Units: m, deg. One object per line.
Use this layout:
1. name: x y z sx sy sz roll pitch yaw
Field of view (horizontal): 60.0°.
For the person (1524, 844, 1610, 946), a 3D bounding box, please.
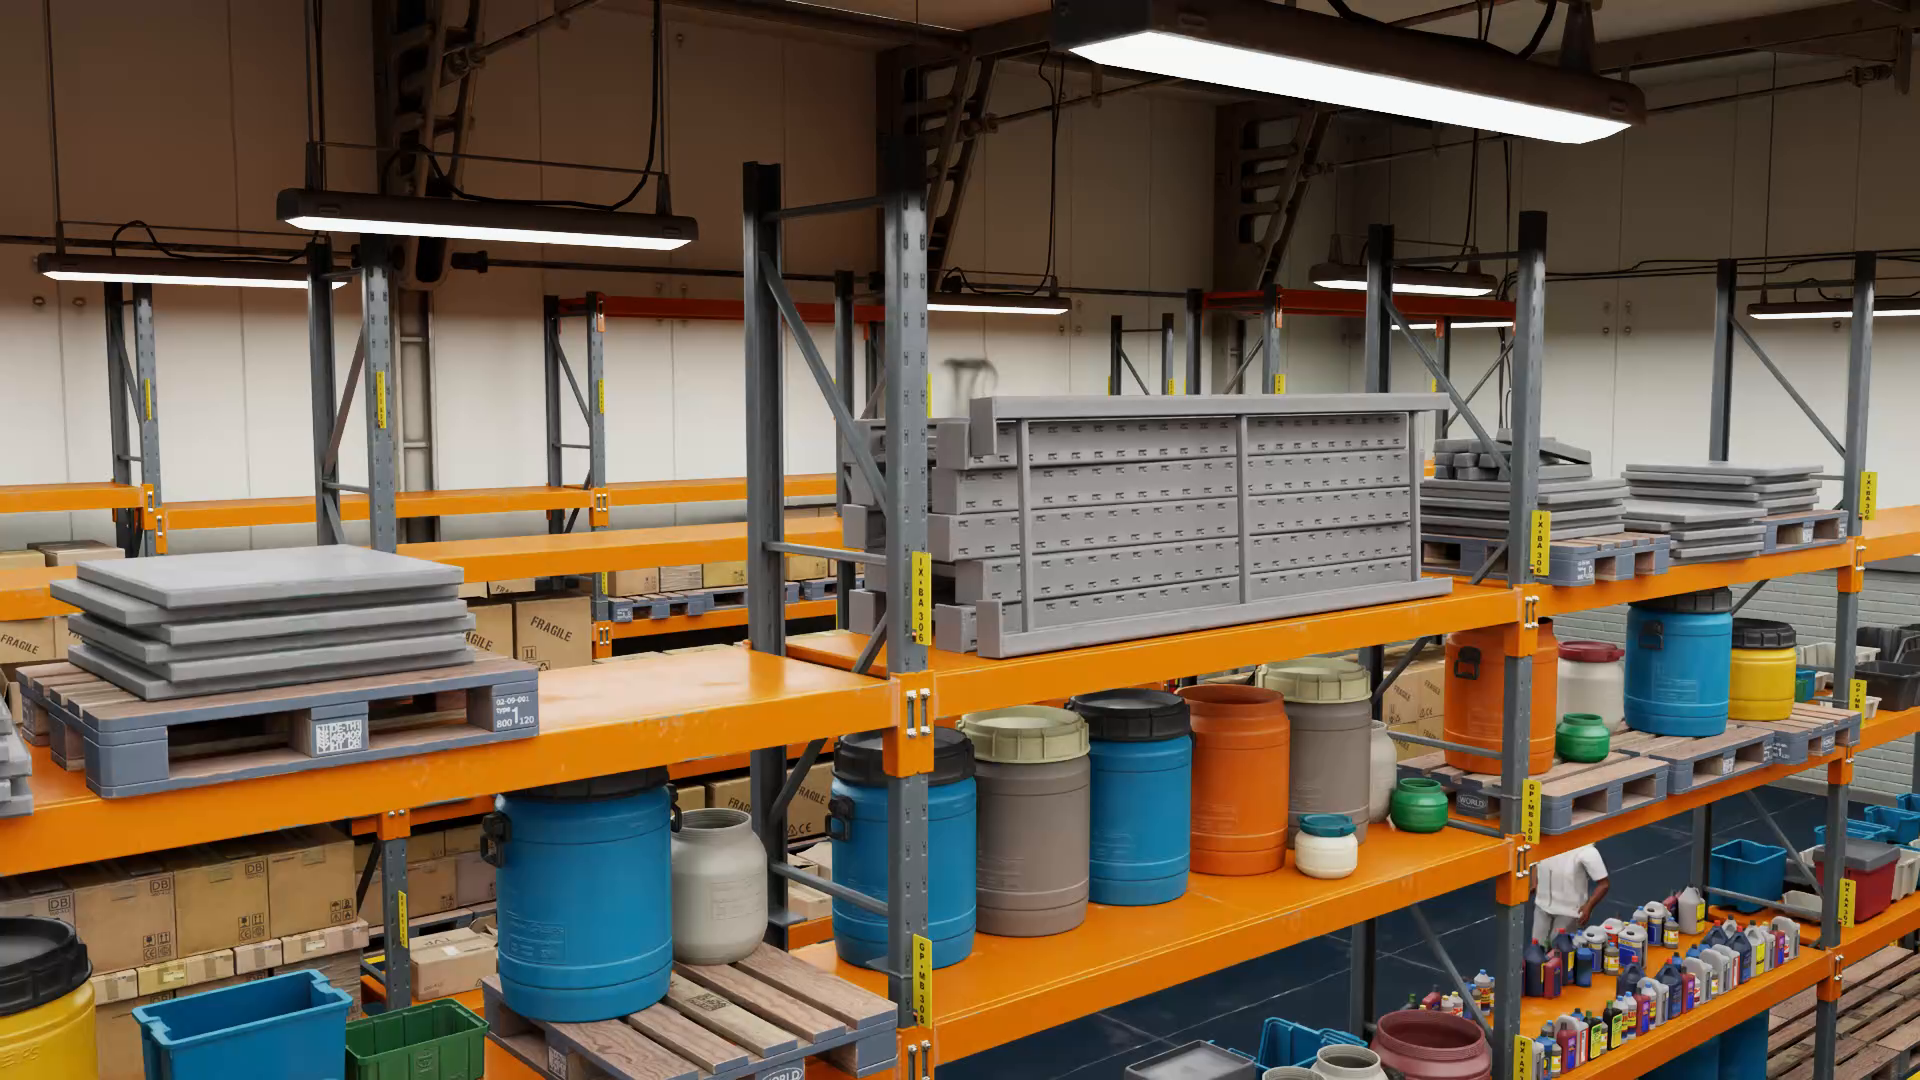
1. person: 4.944 3.008 13.608 0.598 1.726 0.702 -4 7 -35
